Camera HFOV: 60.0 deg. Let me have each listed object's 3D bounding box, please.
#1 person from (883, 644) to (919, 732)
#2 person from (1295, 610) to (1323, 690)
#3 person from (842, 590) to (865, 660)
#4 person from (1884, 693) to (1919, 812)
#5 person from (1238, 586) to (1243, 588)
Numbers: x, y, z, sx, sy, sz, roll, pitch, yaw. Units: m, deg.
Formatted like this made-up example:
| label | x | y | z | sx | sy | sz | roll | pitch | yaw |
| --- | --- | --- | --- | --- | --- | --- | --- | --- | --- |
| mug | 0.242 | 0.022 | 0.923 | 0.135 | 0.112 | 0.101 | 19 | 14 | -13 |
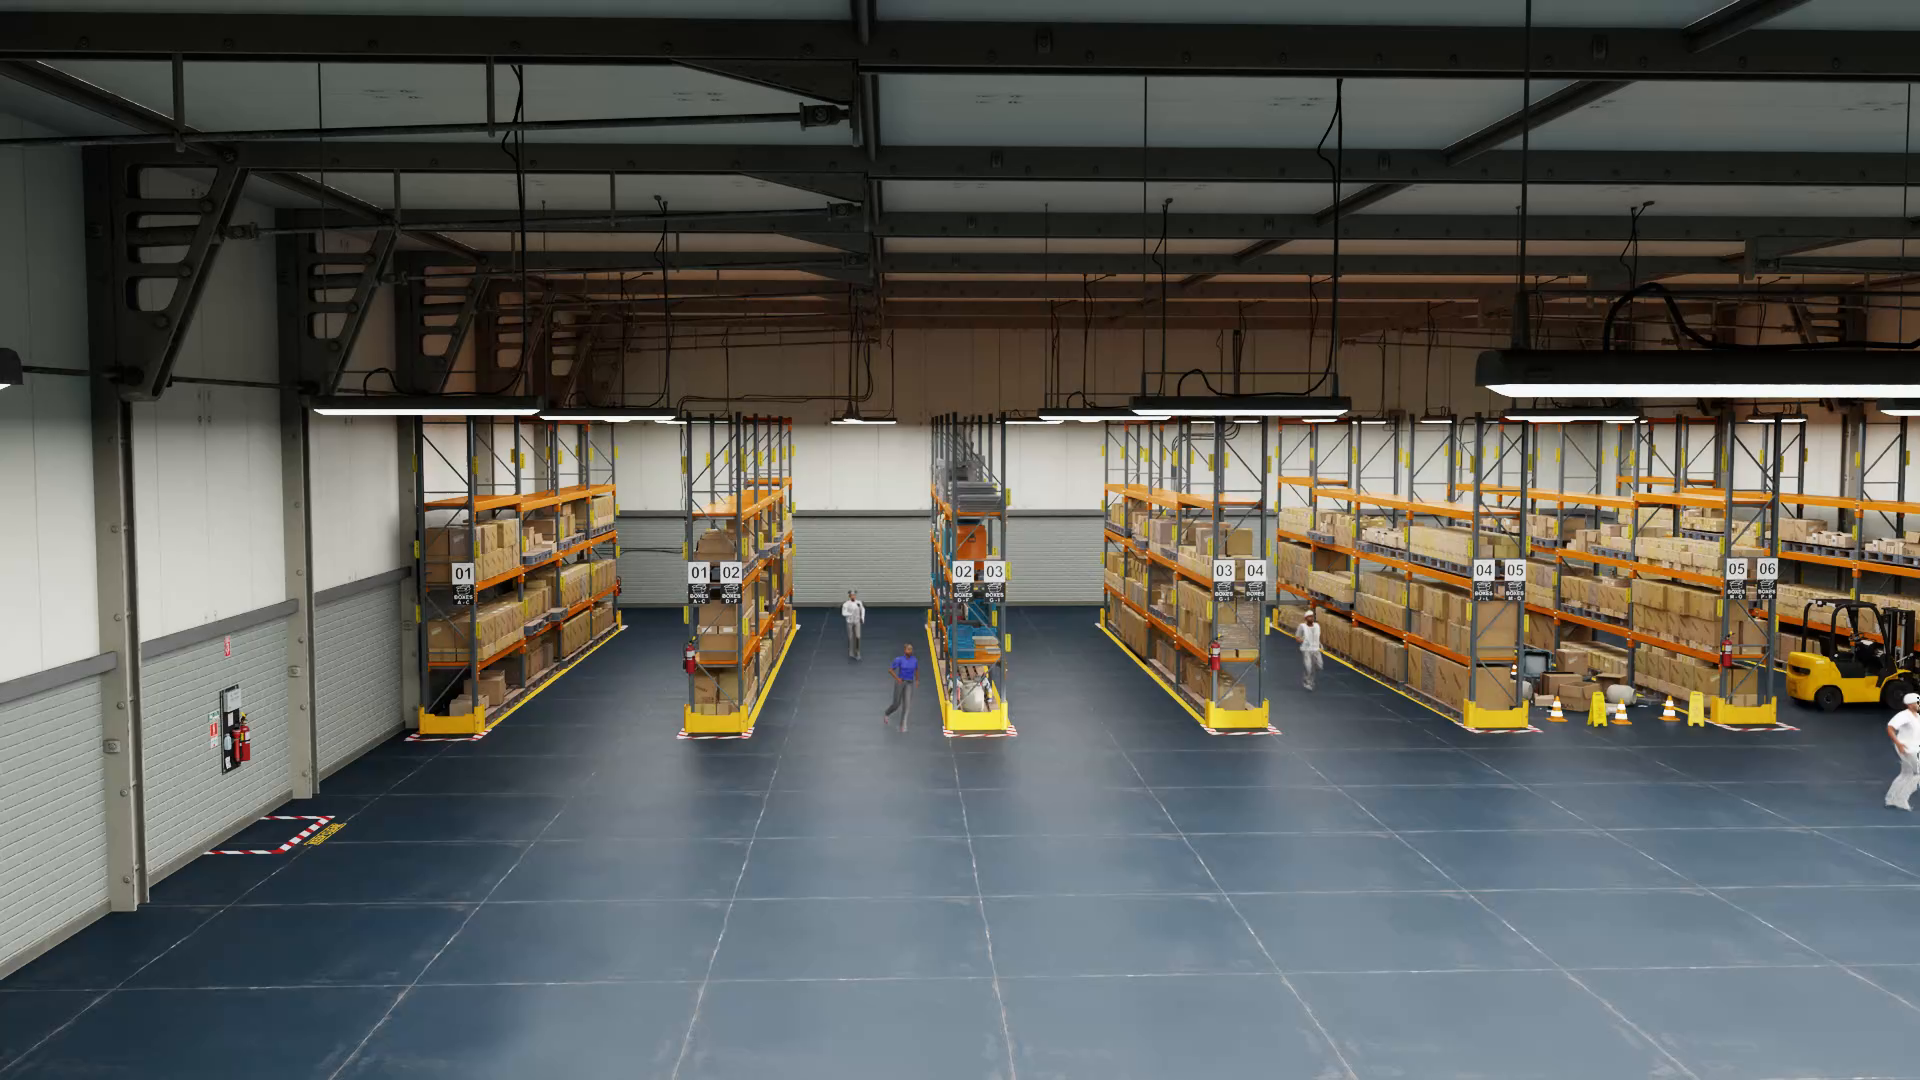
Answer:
| label | x | y | z | sx | sy | sz | roll | pitch | yaw |
| --- | --- | --- | --- | --- | --- | --- | --- | --- | --- |
| person | -1.036 | 2.767 | 31.483 | 0.650 | 1.612 | 0.880 | -2 | 4 | -23 |
| person | 7.600 | 2.397 | 35.960 | 0.670 | 1.737 | 0.591 | -1 | 4 | -14 |
| person | -2.624 | 2.083 | 41.033 | 0.577 | 1.744 | 0.743 | -1 | 4 | -8 |
| person | 14.221 | 3.163 | 24.825 | 0.679 | 1.767 | 0.668 | 3 | 5 | 38 |
| person | 7.865 | 1.700 | 47.979 | 0.653 | 1.562 | 0.669 | 2 | 4 | 24 |
